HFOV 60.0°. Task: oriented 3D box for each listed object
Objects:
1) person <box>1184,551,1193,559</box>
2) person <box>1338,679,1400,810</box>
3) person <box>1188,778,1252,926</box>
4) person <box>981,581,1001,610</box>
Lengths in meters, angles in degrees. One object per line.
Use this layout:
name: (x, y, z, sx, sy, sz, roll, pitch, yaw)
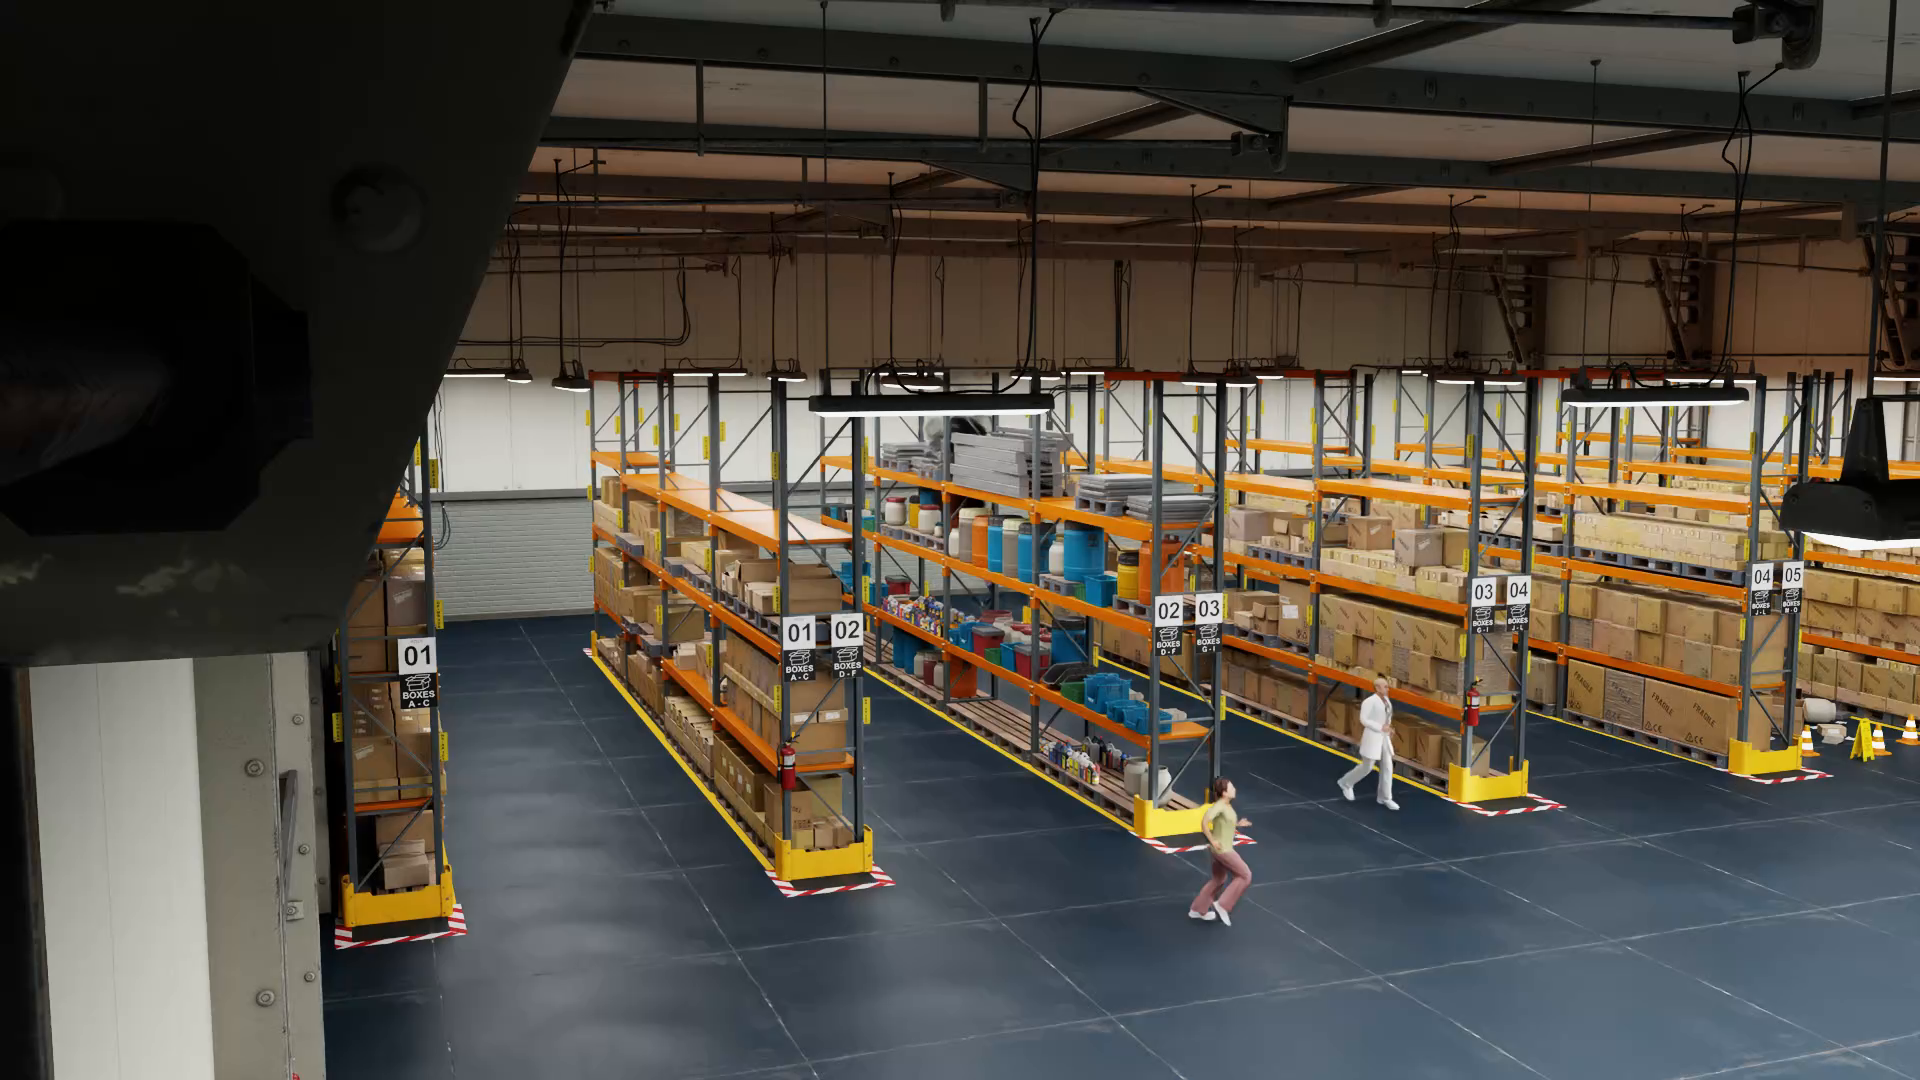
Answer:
person: (5.275, 1.101, 39.013, 0.725, 1.743, 0.955, 0, 6, 4)
person: (5.860, 2.839, 23.458, 0.761, 1.798, 0.940, -6, 9, -41)
person: (2.896, 3.449, 18.471, 0.691, 1.641, 0.568, 1, 6, 9)
person: (0.763, 1.076, 40.206, 0.562, 1.550, 0.533, 1, 6, 9)
